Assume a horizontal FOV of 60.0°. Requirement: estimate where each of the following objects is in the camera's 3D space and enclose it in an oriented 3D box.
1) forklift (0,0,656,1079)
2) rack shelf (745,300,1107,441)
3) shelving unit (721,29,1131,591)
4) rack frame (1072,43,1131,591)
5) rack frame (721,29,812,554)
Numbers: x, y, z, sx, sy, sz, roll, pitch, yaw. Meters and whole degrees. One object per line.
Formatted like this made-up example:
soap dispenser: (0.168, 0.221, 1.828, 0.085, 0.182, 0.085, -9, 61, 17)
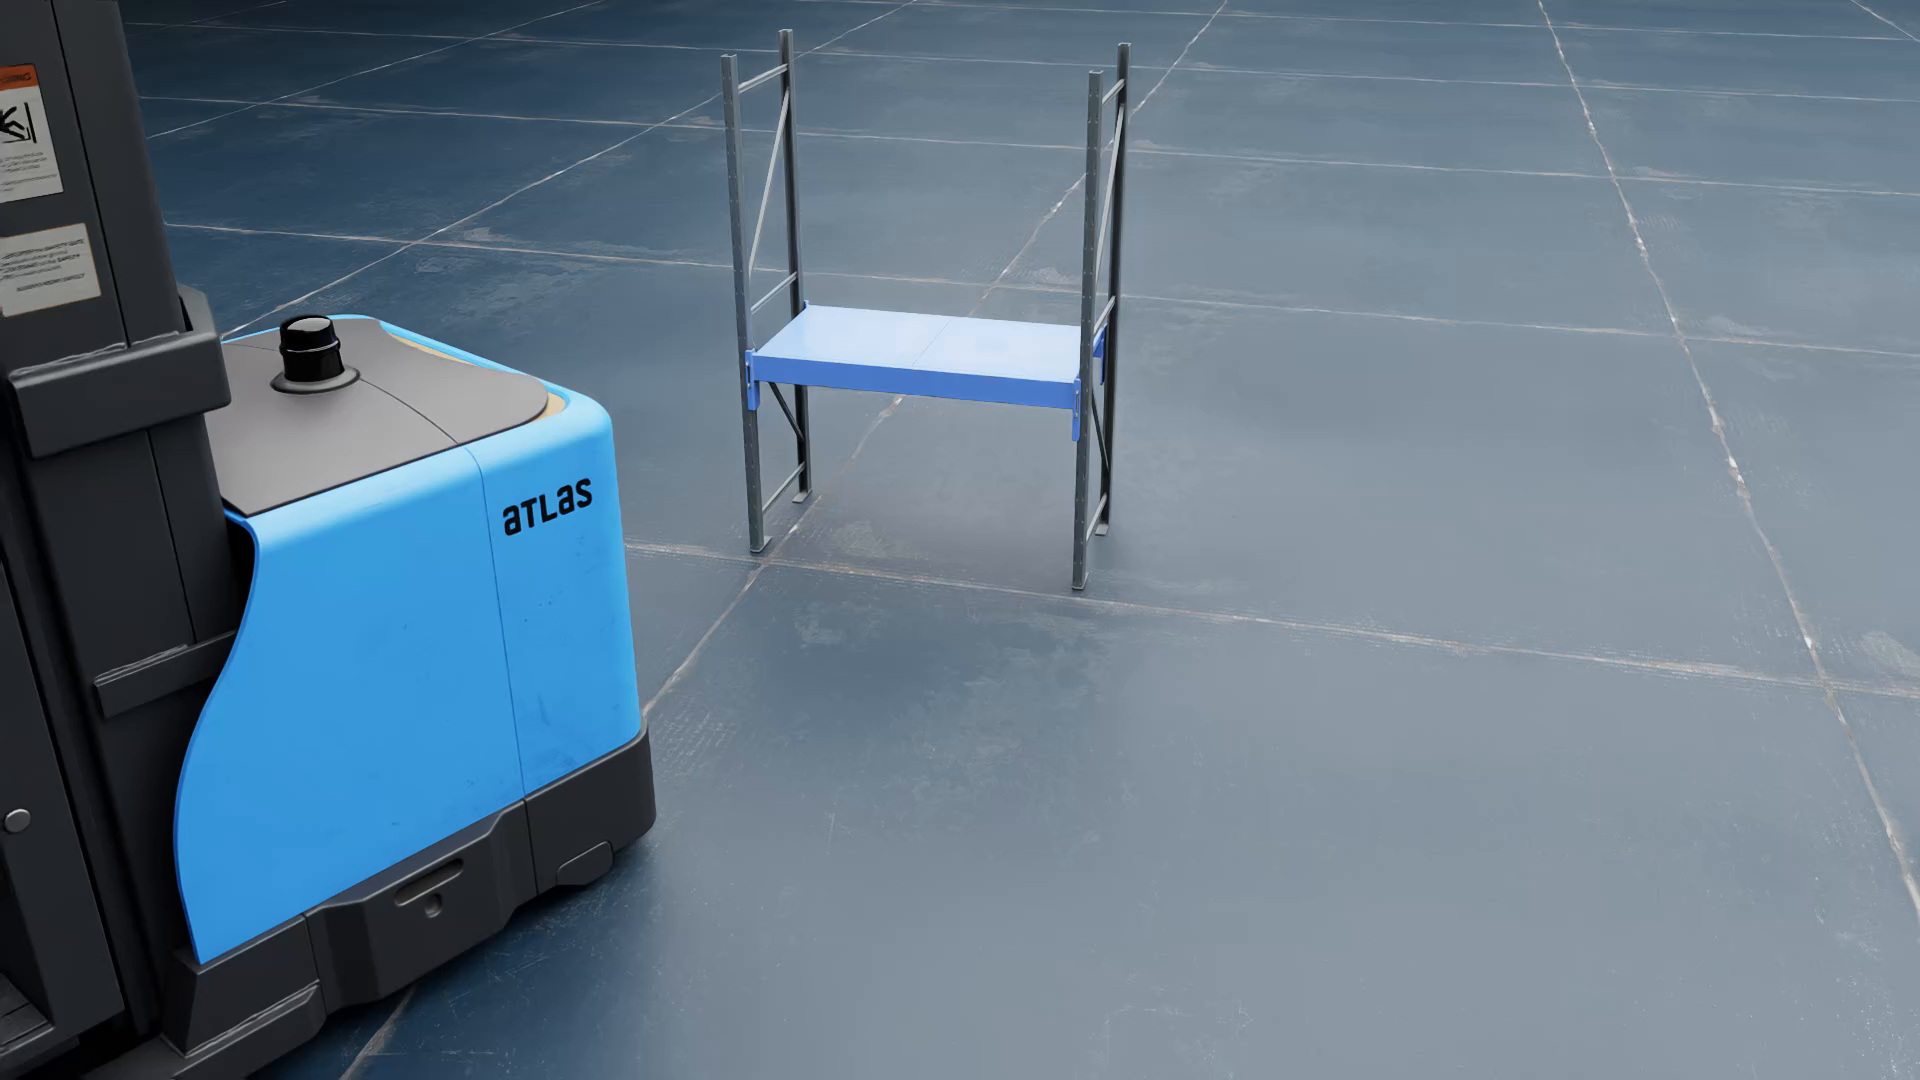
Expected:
forklift: (-2.028, -0.284, 2.437, 1.130, 2.935, 3.031, 20, 32, 36)
rack shelf: (-0.083, -0.524, 5.024, 1.000, 0.185, 0.538, 6, 26, 13)
shelving unit: (-0.083, -0.686, 4.947, 1.048, 1.500, 0.538, 6, 26, 13)
rack frame: (0.410, -0.632, 4.832, 0.032, 1.500, 0.500, 6, 26, 13)
rack frame: (-0.575, -0.741, 5.061, 0.032, 1.500, 0.500, 6, 26, 13)
